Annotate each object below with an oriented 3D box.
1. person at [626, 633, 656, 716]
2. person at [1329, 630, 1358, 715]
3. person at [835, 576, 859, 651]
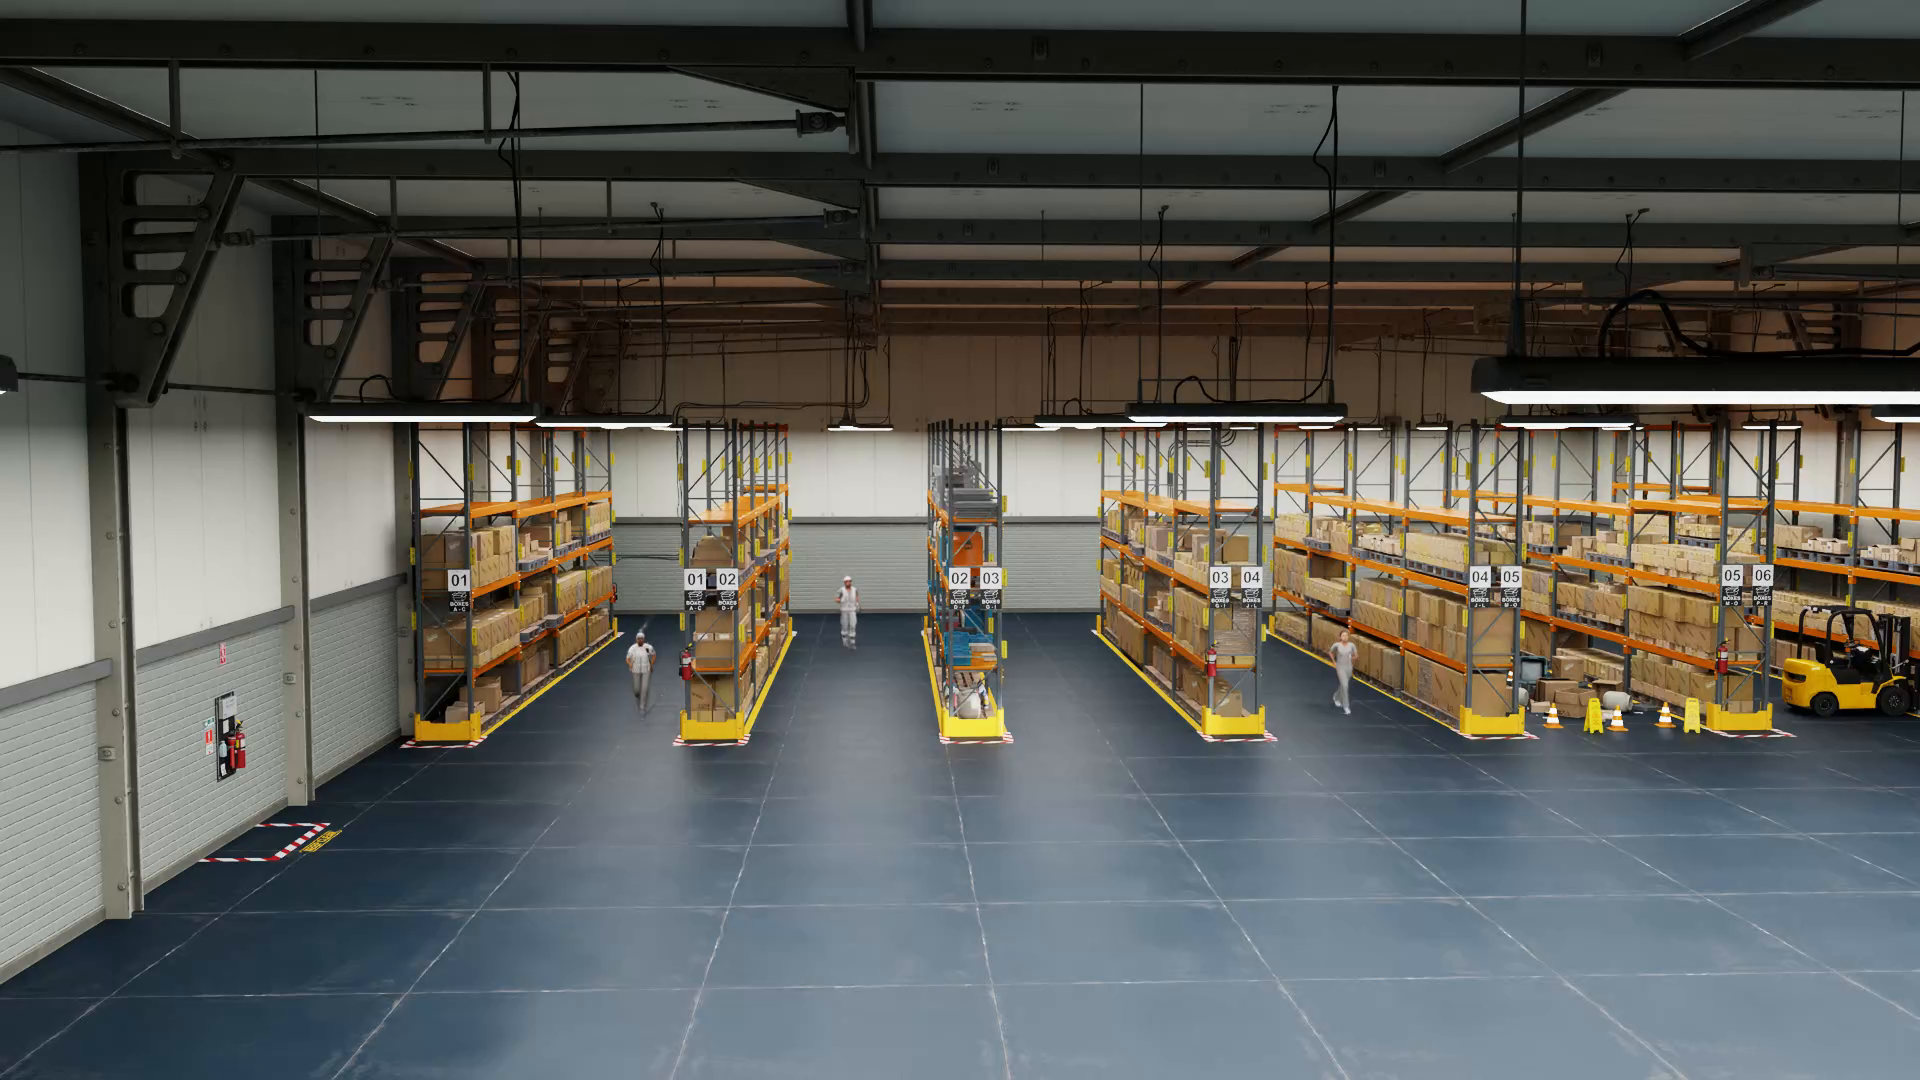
[{"bbox_3d":[-6.546,2.727,34.154,0.607,1.667,0.841,-1,4,-8],"label":"person"},{"bbox_3d":[7.924,2.691,34.263,0.553,1.691,0.896,-1,4,-9],"label":"person"},{"bbox_3d":[-2.840,1.831,41.976,0.645,1.839,0.821,-1,4,-13],"label":"person"}]
